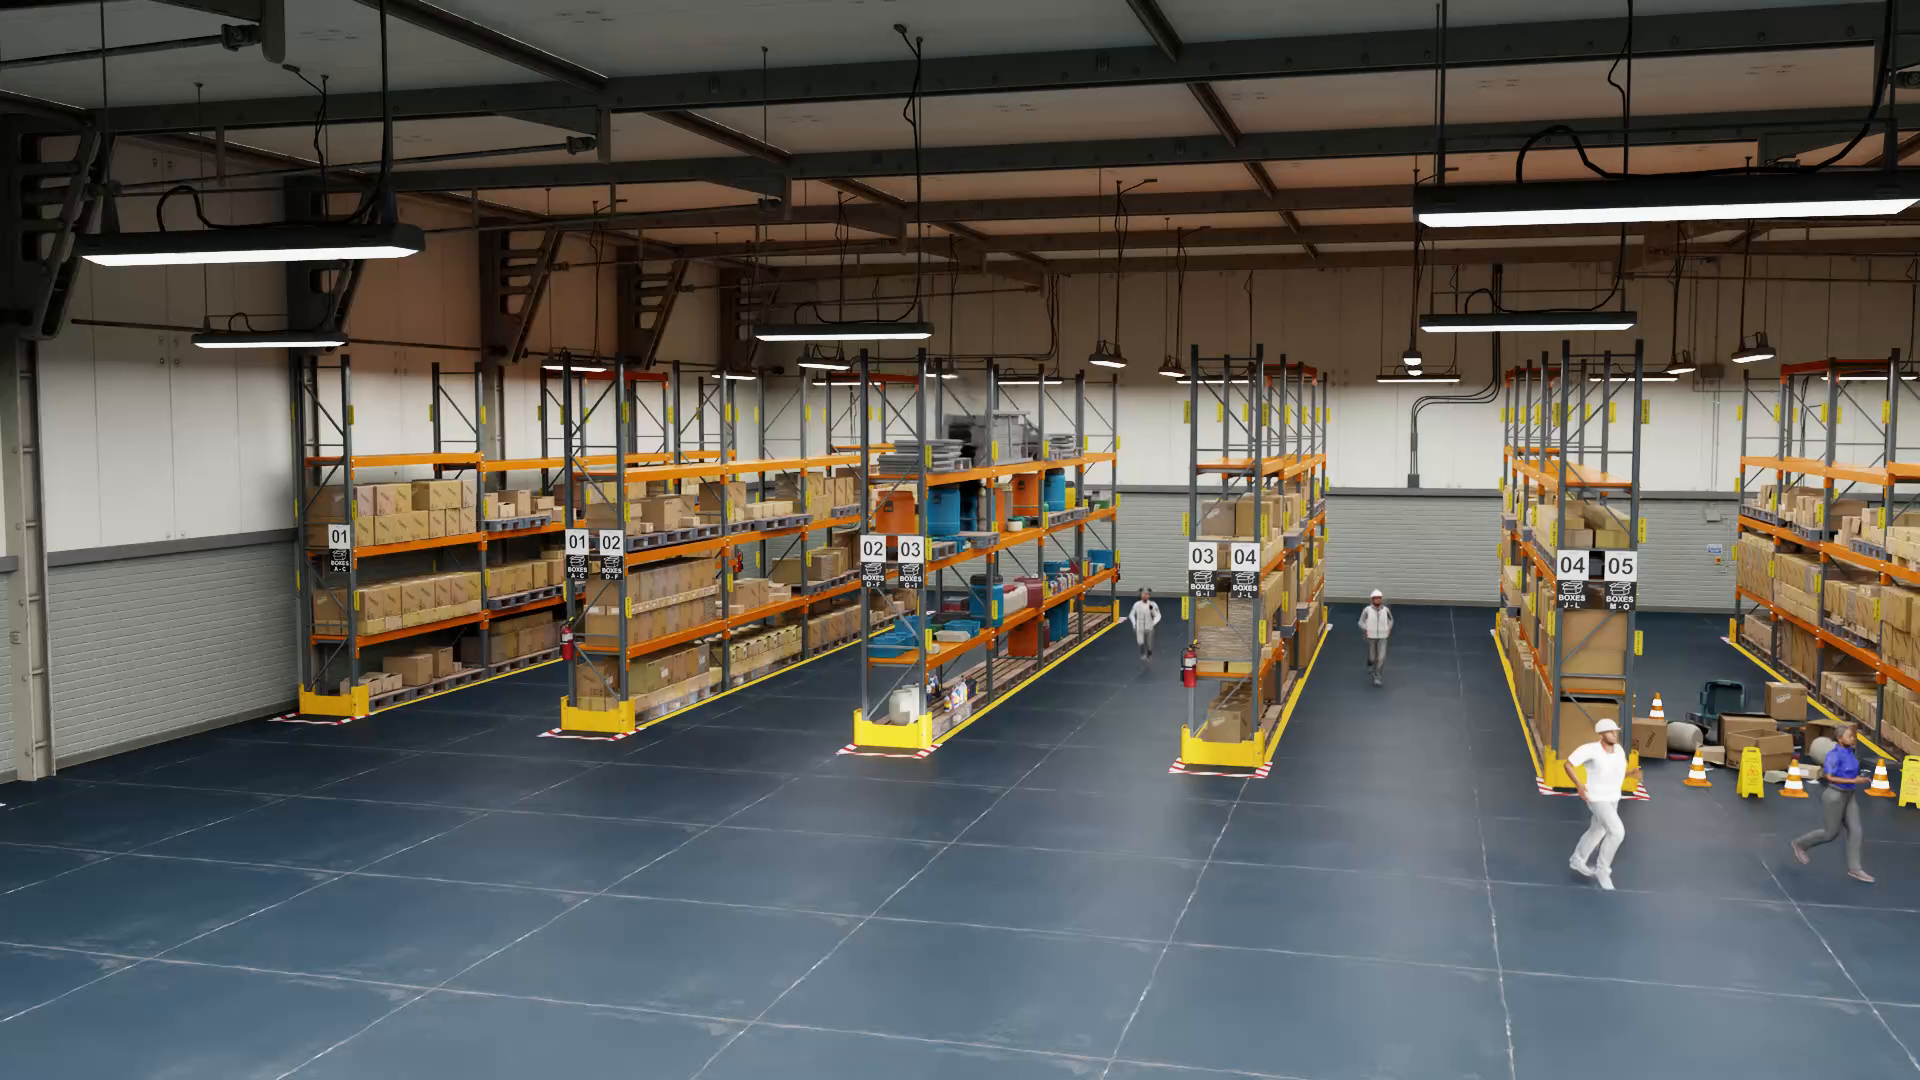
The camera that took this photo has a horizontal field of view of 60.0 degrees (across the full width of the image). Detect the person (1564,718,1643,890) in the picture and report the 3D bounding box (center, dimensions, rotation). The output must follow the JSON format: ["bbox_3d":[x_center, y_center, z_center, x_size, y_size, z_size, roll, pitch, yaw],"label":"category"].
[{"bbox_3d":[6.892,2.808,17.785,0.660,1.829,0.755,-3,5,-35],"label":"person"}]

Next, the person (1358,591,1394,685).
[{"bbox_3d":[7.788,1.812,31.098,0.661,1.744,0.733,0,4,5],"label":"person"}]

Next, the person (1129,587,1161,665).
[{"bbox_3d":[3.572,1.680,32.181,0.615,1.559,0.720,1,4,9],"label":"person"}]

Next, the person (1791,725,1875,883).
[{"bbox_3d":[9.496,2.813,18.016,0.598,1.642,0.875,-3,5,-35],"label":"person"}]
